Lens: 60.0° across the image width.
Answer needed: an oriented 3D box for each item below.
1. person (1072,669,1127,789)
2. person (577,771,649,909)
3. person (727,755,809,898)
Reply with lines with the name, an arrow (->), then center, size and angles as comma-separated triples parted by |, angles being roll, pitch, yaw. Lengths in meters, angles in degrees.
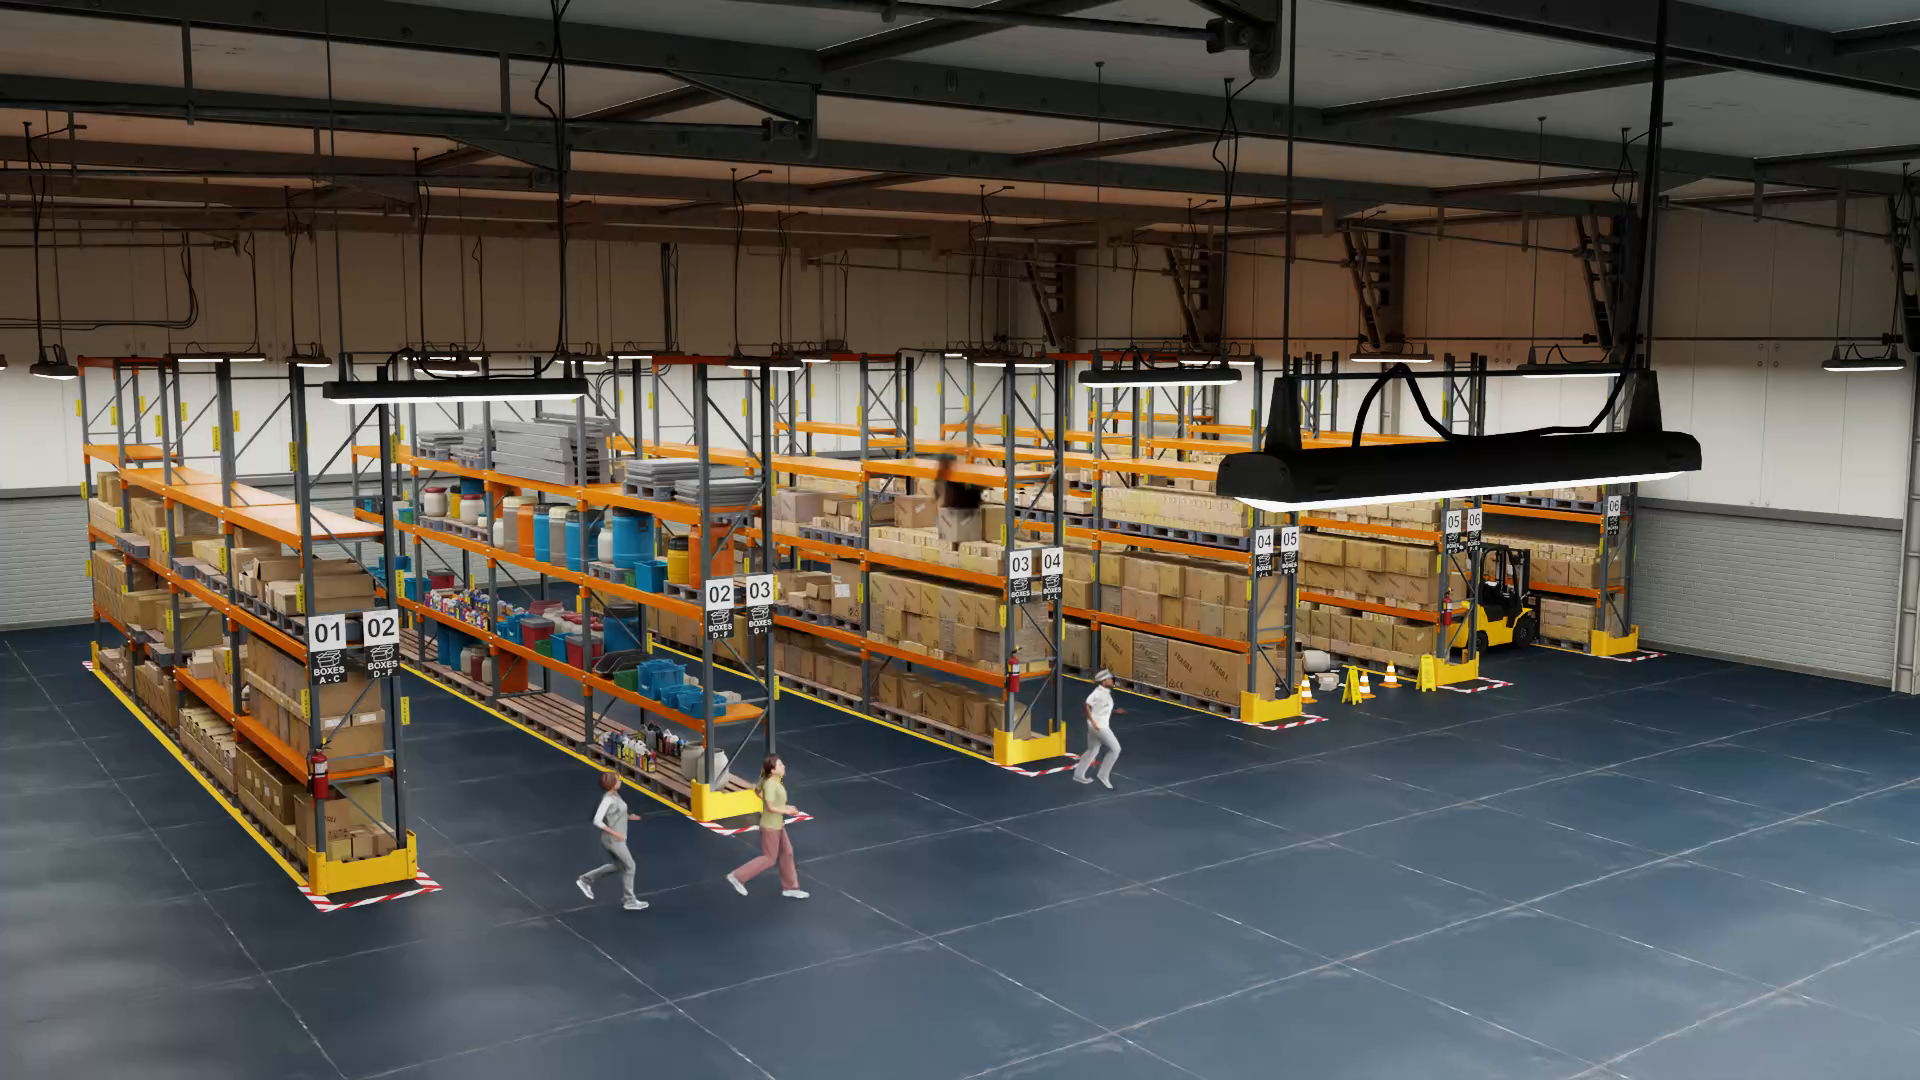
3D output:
person -> 1.982, 2.655, 23.538 | 0.758, 1.708, 0.552 | 1, 7, 5
person -> -3.864, 3.327, 18.404 | 0.792, 1.567, 0.548 | -1, 7, -7
person -> -2.170, 3.249, 18.755 | 0.917, 1.672, 0.587 | -1, 7, -8
